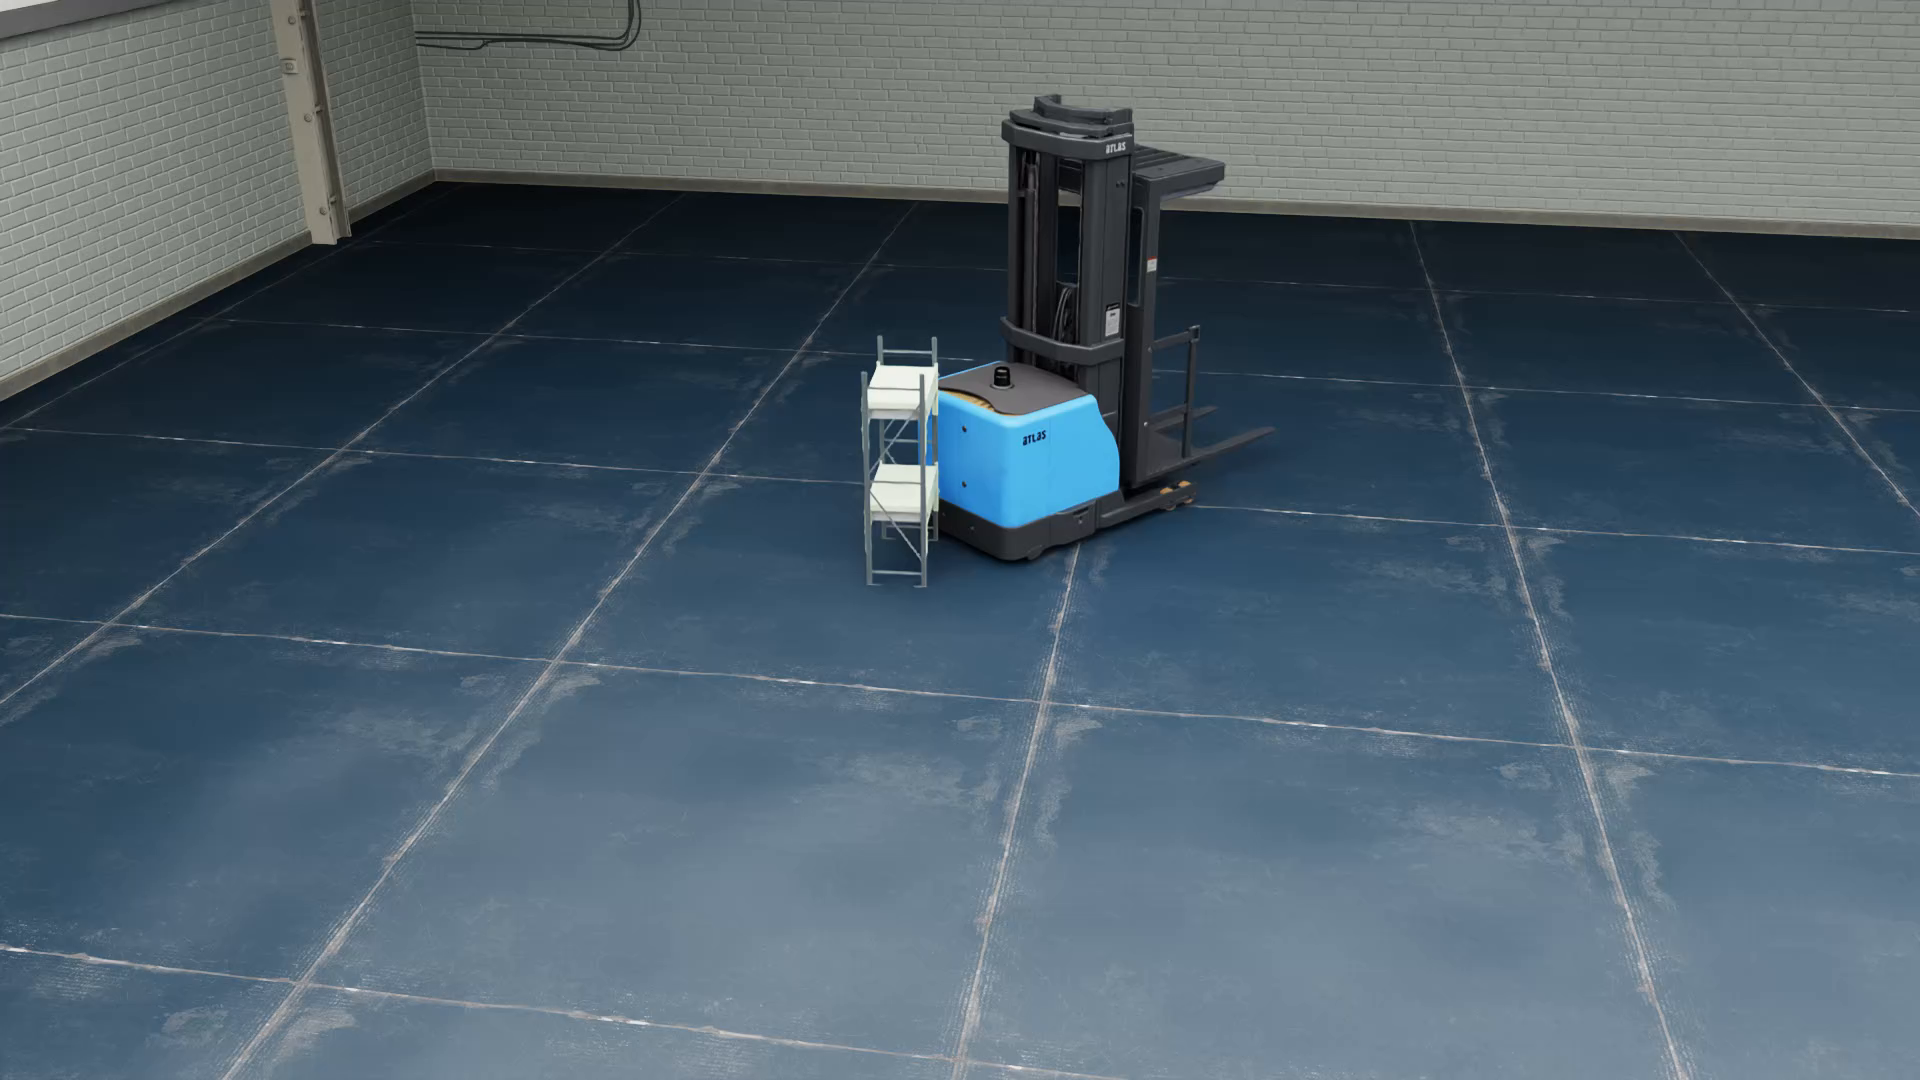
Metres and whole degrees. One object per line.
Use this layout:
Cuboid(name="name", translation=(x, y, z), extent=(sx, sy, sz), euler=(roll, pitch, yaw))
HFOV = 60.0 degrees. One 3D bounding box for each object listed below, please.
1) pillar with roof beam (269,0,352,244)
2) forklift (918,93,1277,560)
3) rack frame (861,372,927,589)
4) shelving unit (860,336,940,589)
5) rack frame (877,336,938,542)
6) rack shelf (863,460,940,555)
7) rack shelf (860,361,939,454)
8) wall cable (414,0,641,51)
Cuboid(name="pillar with roof beam", translation=(-2.993, -7.238, 16.597), extent=(9.100, 9.000, 0.400), euler=(4, 25, 9))
Cuboid(name="forklift", translation=(1.133, -1.693, 11.909), extent=(3.031, 2.935, 1.130), euler=(-20, 32, -36))
Cuboid(name="rack frame", translation=(-0.420, -0.368, 10.767), extent=(0.400, 1.500, 0.023), euler=(2, 25, 5))
Cuboid(name="shelving unit", translation=(-0.387, -0.523, 11.097), extent=(0.431, 1.500, 0.755), euler=(2, 25, 5))
Cuboid(name="rack frame", translation=(-0.353, -0.677, 11.427), extent=(0.400, 1.500, 0.023), euler=(2, 25, 5))
Cuboid(name="rack shelf", translation=(-0.387, -0.227, 11.235), extent=(0.431, 0.370, 0.720), euler=(2, 25, 5))
Cuboid(name="rack shelf", translation=(-0.387, -0.876, 10.932), extent=(0.431, 0.370, 0.720), euler=(2, 25, 5))
Cuboid(name="wall cable", translation=(-5.455, -7.270, 20.329), extent=(3.097, 2.526, 0.112), euler=(4, 25, 9))
